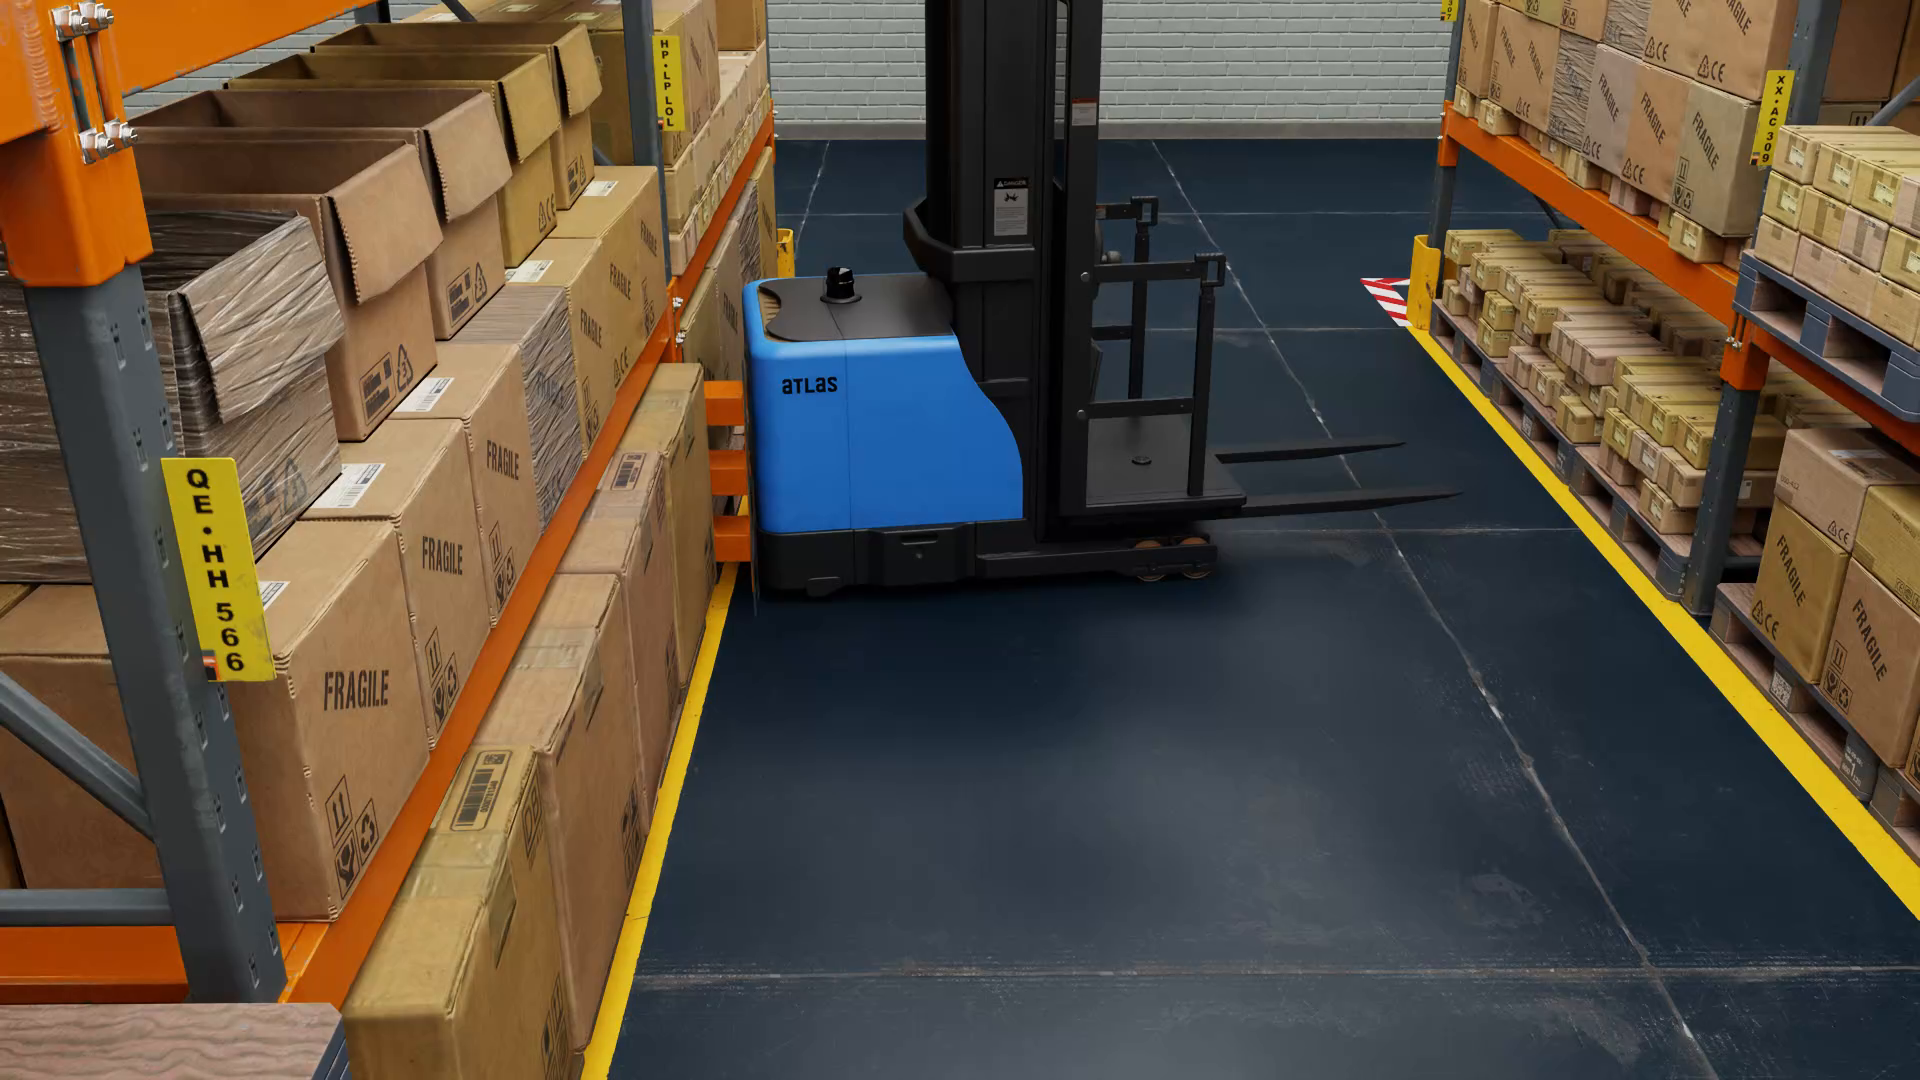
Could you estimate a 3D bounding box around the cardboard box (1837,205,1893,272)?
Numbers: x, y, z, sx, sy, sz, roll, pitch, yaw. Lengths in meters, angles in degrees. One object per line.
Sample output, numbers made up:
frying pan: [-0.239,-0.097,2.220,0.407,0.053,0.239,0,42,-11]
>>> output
cardboard box: [2.943,-0.922,5.084,0.380,0.149,0.250,0,24,1]

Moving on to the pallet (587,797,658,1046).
pallet: [-1.470,0.985,4.815,1.003,0.211,1.213,0,24,-1]

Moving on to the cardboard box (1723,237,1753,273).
cardboard box: [3.154,-1.090,6.324,0.380,0.149,0.250,-1,24,-1]

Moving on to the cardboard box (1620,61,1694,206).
cardboard box: [3.098,-1.681,6.844,0.500,0.500,0.500,-1,24,-2]

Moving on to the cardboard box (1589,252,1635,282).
cardboard box: [3.681,-1.472,9.093,0.380,0.149,0.250,-1,24,-2]

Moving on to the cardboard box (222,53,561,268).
cardboard box: [-1.559,-1.063,4.623,0.797,0.503,0.637,0,24,0]

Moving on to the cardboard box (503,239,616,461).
cardboard box: [-1.281,-0.542,4.686,0.500,0.500,0.500,-1,24,-1]

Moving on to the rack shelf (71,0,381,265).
rack shelf: [-1.548,-1.322,3.765,1.077,0.370,4.000,0,24,-1]

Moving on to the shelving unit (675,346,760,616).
shelving unit: [-0.934,-0.219,6.459,0.252,1.050,0.215,-1,24,-2]

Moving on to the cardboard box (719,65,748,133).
cardboard box: [-1.332,-2.205,8.307,0.500,0.250,0.500,-1,24,-2]

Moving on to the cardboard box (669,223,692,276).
cardboard box: [-1.241,-1.116,6.382,0.380,0.149,0.250,0,24,0]

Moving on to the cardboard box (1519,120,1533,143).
cardboard box: [3.156,-2.164,8.700,0.380,0.149,0.250,1,24,2]

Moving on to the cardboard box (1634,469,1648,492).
cardboard box: [3.127,-0.247,7.107,0.380,0.149,0.250,0,24,1]

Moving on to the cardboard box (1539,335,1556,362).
cardboard box: [3.170,-1.006,8.424,0.380,0.149,0.250,1,24,2]

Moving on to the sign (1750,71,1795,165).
sign: [2.848,-1.476,5.824,0.100,0.325,0.005,0,24,-1]

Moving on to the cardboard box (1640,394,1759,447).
cardboard box: [3.084,-0.502,6.947,0.380,0.149,0.250,0,24,0]

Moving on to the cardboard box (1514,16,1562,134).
cardboard box: [3.100,-2.308,8.231,0.500,0.500,0.500,0,24,0]

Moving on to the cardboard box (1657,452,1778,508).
cardboard box: [3.069,-0.244,6.738,0.380,0.149,0.250,0,24,0]

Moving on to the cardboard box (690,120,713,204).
cardboard box: [-1.314,-1.574,6.911,0.500,0.250,0.500,0,24,-1]

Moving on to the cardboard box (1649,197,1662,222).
cardboard box: [3.164,-1.412,7.037,0.380,0.149,0.250,-1,24,-2]

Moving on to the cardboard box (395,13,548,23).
cardboard box: [-1.842,-1.704,6.289,0.500,0.500,0.500,0,24,1]

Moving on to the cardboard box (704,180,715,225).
cardboard box: [-1.252,-1.441,7.101,0.380,0.149,0.250,-1,24,-2]

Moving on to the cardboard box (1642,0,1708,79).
cardboard box: [3.104,-2.130,6.623,0.500,0.500,0.500,-1,24,-2]

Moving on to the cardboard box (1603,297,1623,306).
cardboard box: [3.546,-1.222,8.901,0.380,0.149,0.250,-1,24,-1]

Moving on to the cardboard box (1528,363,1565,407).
cardboard box: [3.063,-0.773,8.270,0.380,0.149,0.250,0,24,-1]

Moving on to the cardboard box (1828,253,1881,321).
cardboard box: [2.943,-0.783,5.136,0.380,0.149,0.250,0,24,0]

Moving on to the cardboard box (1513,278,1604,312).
cardboard box: [3.090,-1.248,8.598,0.380,0.149,0.250,1,24,2]

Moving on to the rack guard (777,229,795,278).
rack guard: [-1.614,-1.626,10.239,1.175,0.500,0.348,0,24,-1]

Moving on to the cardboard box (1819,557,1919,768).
cardboard box: [3.141,0.384,5.285,0.500,0.500,0.500,1,24,2]

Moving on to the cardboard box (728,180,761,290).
cardboard box: [-1.517,-1.340,8.642,0.875,0.875,0.875,0,24,-1]

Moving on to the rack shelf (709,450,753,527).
rack shelf: [-0.934,-0.210,6.463,0.240,0.259,0.215,-1,24,-2]

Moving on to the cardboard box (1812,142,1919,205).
cardboard box: [2.944,-1.156,5.240,0.380,0.149,0.250,0,24,1]

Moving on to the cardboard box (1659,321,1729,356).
cardboard box: [3.566,-0.936,7.908,0.380,0.149,0.250,-1,24,-3]

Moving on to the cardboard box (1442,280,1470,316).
cardboard box: [3.033,-1.411,9.679,0.380,0.149,0.250,0,24,1]

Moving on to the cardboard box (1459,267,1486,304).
cardboard box: [3.043,-1.434,9.369,0.380,0.149,0.250,0,24,-1]

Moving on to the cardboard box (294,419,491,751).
cardboard box: [-1.268,0.082,3.308,0.500,0.500,0.500,-1,24,-2]

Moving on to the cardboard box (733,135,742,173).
cardboard box: [-1.264,-1.866,8.040,0.380,0.149,0.250,0,24,0]

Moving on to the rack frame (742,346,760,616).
rack frame: [-0.812,-0.221,6.464,0.008,1.050,0.200,-1,24,-2]

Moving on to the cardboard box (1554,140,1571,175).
cardboard box: [3.091,-1.844,7.992,0.380,0.149,0.250,1,24,1]

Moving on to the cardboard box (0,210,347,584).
cardboard box: [-1.518,-0.263,2.852,0.797,0.503,0.637,1,24,1]

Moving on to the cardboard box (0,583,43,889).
cardboard box: [-1.780,0.294,2.840,0.500,0.500,0.500,0,24,1]

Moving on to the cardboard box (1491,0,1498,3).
cardboard box: [3.087,-3.186,8.959,0.500,0.500,0.500,0,24,-1]

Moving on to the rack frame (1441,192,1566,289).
rack frame: [3.344,-2.736,9.659,0.949,2.616,0.053,0,24,-1]

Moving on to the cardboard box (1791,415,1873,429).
cardboard box: [3.594,-0.394,6.709,0.380,0.149,0.250,1,24,2]

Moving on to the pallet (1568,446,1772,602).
pallet: [3.348,-0.094,7.201,1.003,0.211,1.213,0,24,-1]

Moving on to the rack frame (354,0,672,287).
rack frame: [-1.570,-1.107,6.057,1.000,3.000,0.127,0,24,-1]

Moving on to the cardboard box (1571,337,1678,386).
cardboard box: [3.054,-0.823,7.657,0.380,0.149,0.250,-1,24,-3]

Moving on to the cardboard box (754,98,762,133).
cardboard box: [-1.274,-2.284,8.966,0.380,0.149,0.250,0,24,0]

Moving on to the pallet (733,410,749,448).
pallet: [-1.516,-0.654,8.440,1.003,0.211,1.213,0,24,-1]

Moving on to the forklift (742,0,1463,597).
forklift: [0.620,-1.375,6.735,3.031,2.935,1.130,-4,25,-8]

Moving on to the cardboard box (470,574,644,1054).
cardboard box: [-1.515,0.666,4.205,1.225,0.875,0.875,0,24,0]
